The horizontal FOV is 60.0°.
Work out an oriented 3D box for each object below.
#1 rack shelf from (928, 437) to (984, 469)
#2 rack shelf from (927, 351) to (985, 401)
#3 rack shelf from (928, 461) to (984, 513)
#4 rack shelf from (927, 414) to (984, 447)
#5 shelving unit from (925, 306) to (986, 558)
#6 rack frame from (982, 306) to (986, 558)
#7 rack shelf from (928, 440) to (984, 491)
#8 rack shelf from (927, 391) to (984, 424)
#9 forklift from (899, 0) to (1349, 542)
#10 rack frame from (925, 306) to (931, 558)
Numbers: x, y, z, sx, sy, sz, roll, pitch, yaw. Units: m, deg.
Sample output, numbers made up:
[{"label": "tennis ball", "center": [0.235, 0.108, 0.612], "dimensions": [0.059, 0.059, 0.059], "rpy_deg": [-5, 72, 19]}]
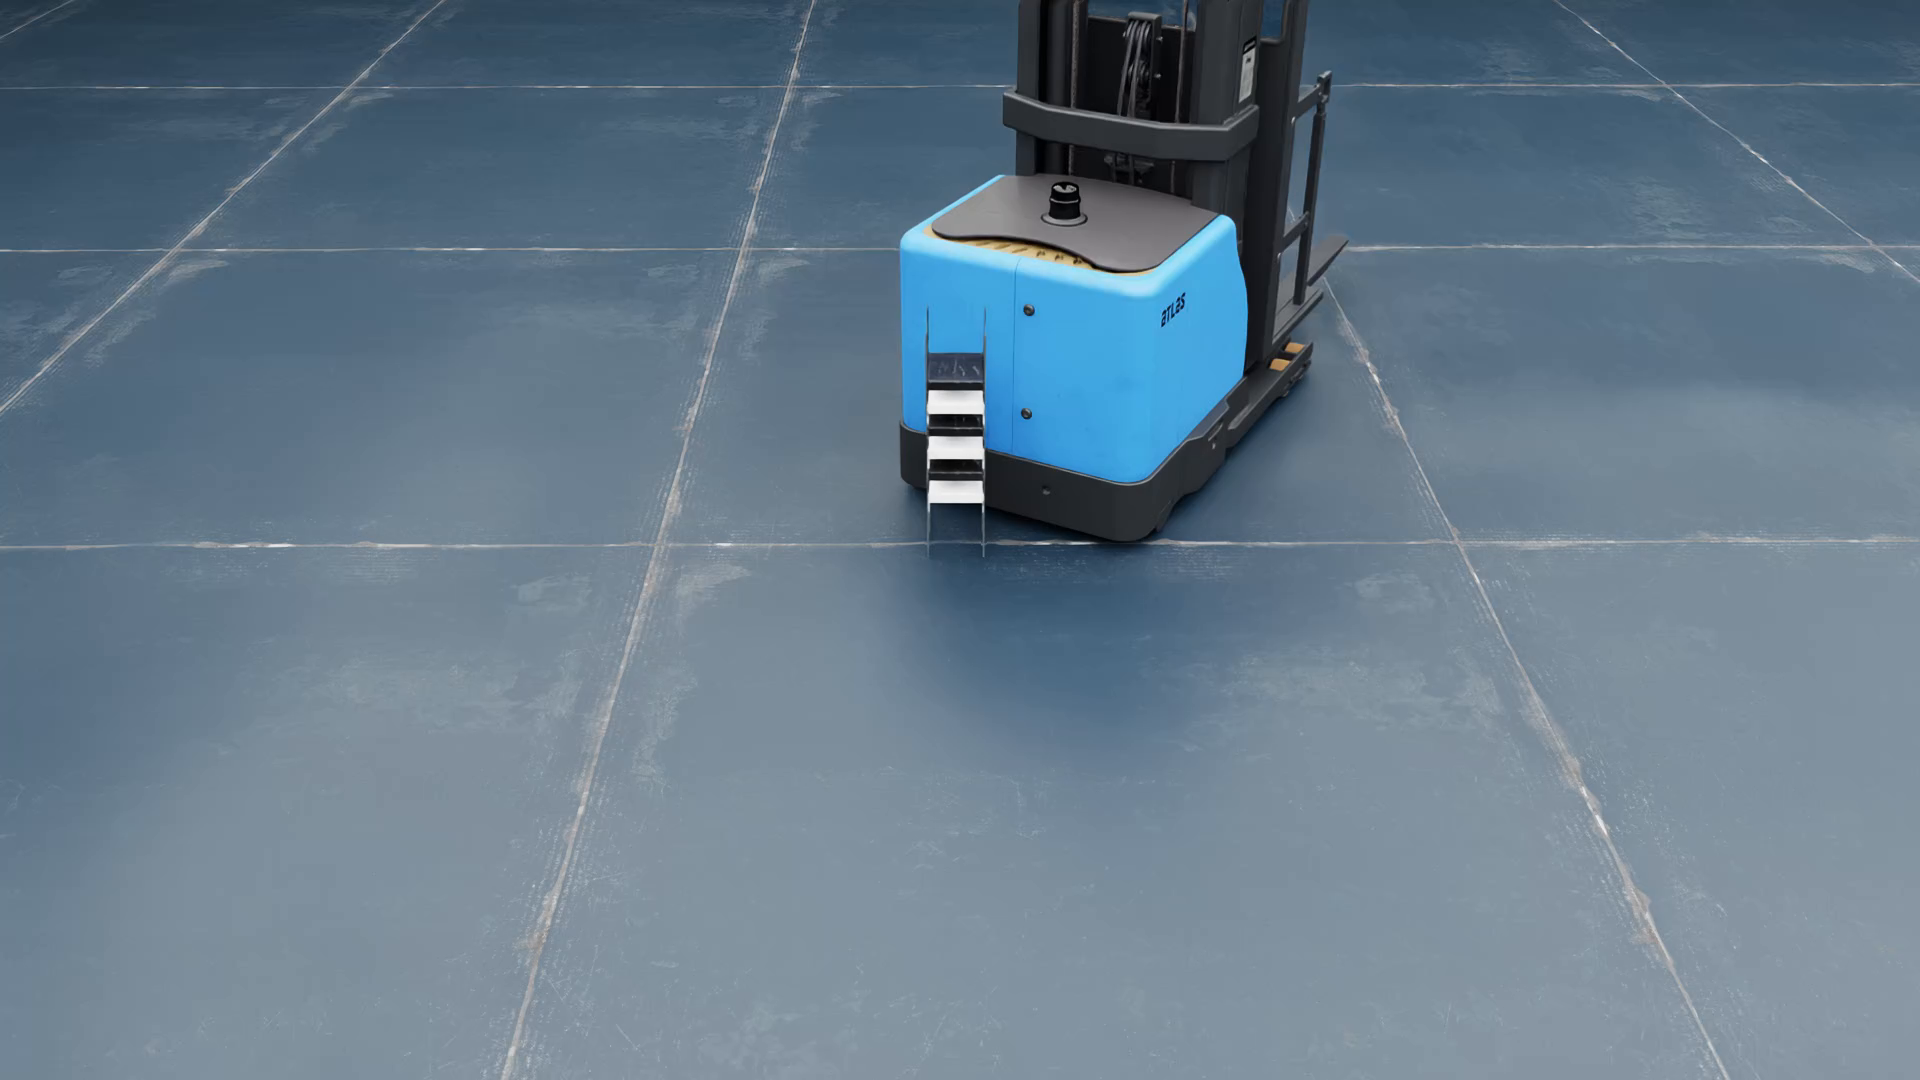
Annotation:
[{"label": "rack shelf", "center": [-0.014, -0.351, 6.025], "dimensions": [0.200, 0.077, 0.258], "rpy_deg": [0, 31, 0]}, {"label": "rack shelf", "center": [-0.014, -0.582, 5.885], "dimensions": [0.200, 0.077, 0.258], "rpy_deg": [0, 31, 0]}, {"label": "rack shelf", "center": [-0.014, -0.197, 6.118], "dimensions": [0.200, 0.077, 0.258], "rpy_deg": [0, 31, 0]}, {"label": "rack shelf", "center": [-0.014, -0.428, 5.978], "dimensions": [0.200, 0.077, 0.258], "rpy_deg": [0, 31, 0]}, {"label": "shelving unit", "center": [-0.014, -0.379, 6.008], "dimensions": [0.210, 0.900, 0.258], "rpy_deg": [0, 31, 0]}, {"label": "rack frame", "center": [0.087, -0.379, 6.007], "dimensions": [0.006, 0.900, 0.240], "rpy_deg": [0, 31, 0]}, {"label": "rack shelf", "center": [-0.014, -0.274, 6.072], "dimensions": [0.200, 0.077, 0.258], "rpy_deg": [0, 31, 0]}, {"label": "rack shelf", "center": [-0.014, -0.505, 5.932], "dimensions": [0.200, 0.077, 0.258], "rpy_deg": [0, 31, 0]}, {"label": "forklift", "center": [0.920, -1.984, 6.694], "dimensions": [1.130, 2.935, 3.031], "rpy_deg": [16, 35, 24]}, {"label": "rack frame", "center": [-0.116, -0.380, 6.008], "dimensions": [0.006, 0.900, 0.240], "rpy_deg": [0, 31, 0]}]
